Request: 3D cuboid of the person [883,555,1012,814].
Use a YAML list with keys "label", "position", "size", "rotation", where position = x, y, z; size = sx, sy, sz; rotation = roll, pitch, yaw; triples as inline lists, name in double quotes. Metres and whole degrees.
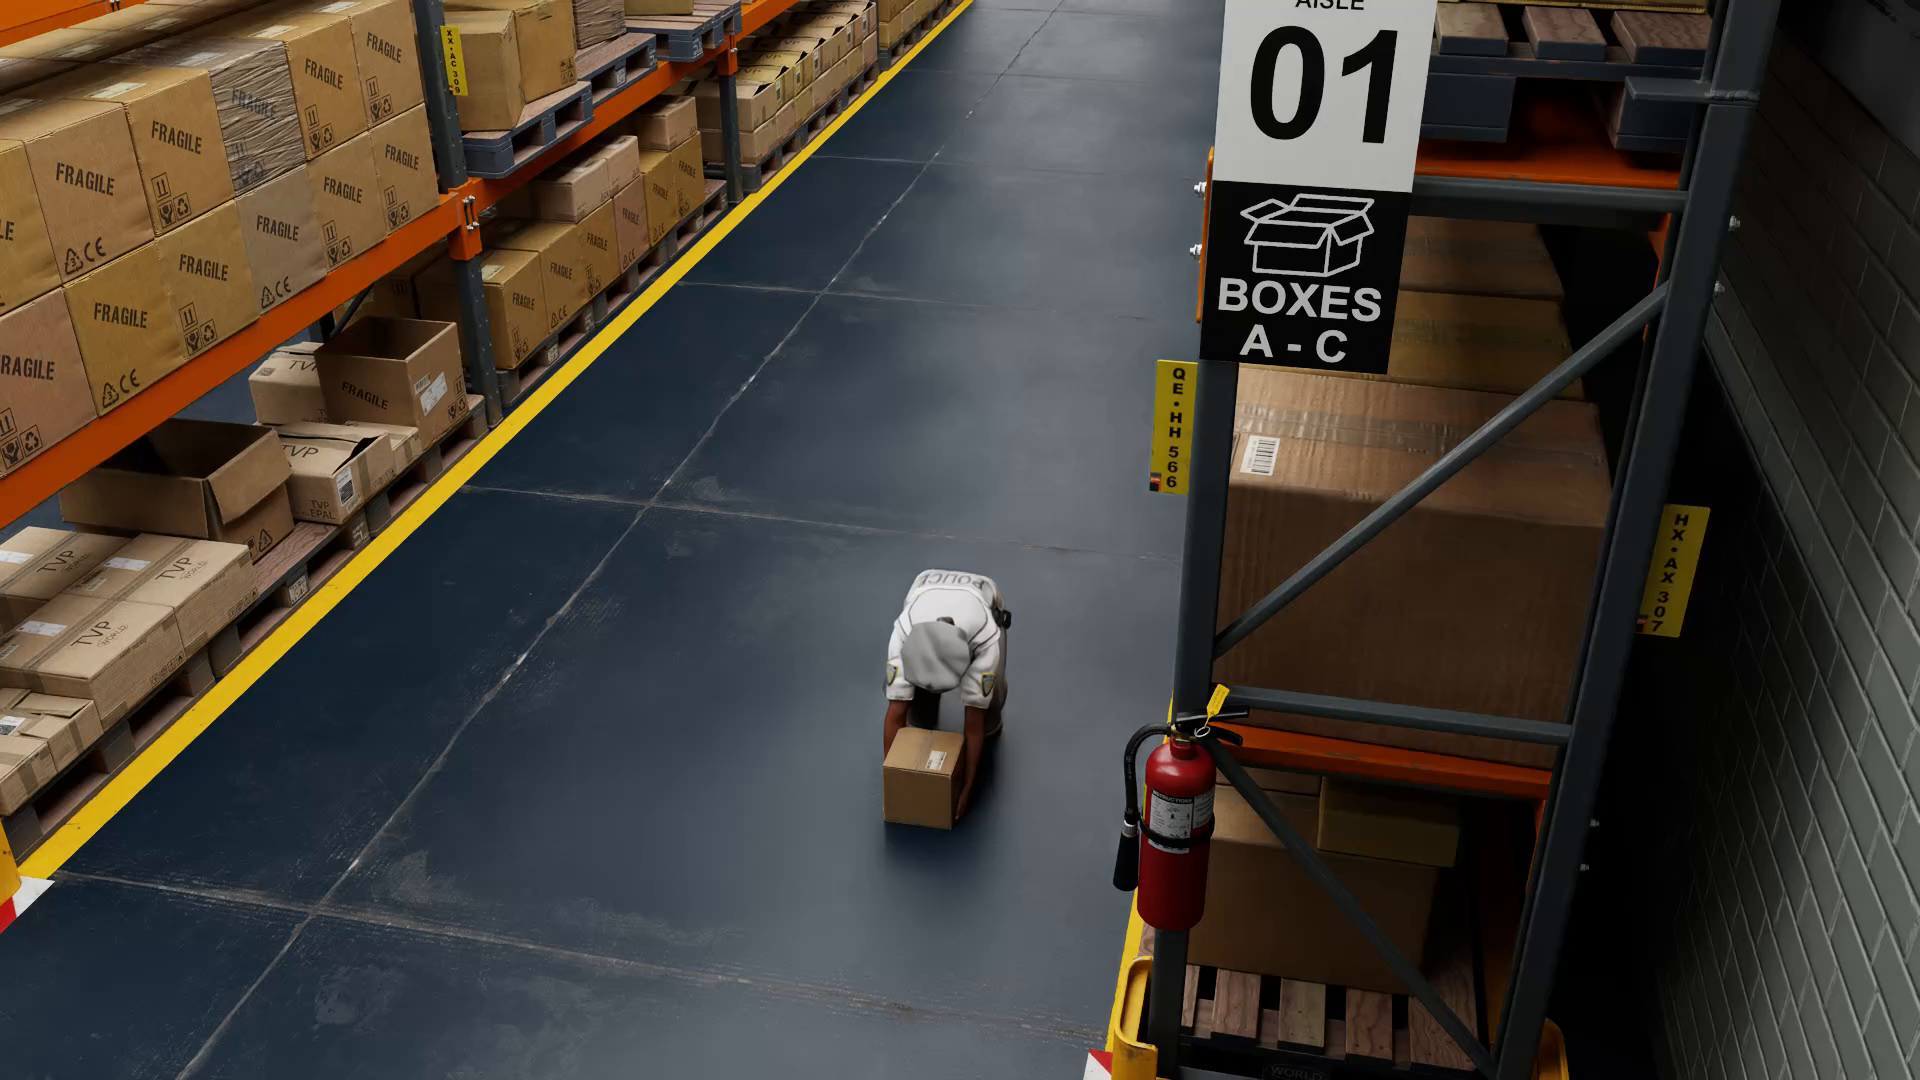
- label: "person"
  position: [-0.055, 0.488, 6.250]
  size: [0.456, 0.749, 0.958]
  rotation: [5, 29, 9]
